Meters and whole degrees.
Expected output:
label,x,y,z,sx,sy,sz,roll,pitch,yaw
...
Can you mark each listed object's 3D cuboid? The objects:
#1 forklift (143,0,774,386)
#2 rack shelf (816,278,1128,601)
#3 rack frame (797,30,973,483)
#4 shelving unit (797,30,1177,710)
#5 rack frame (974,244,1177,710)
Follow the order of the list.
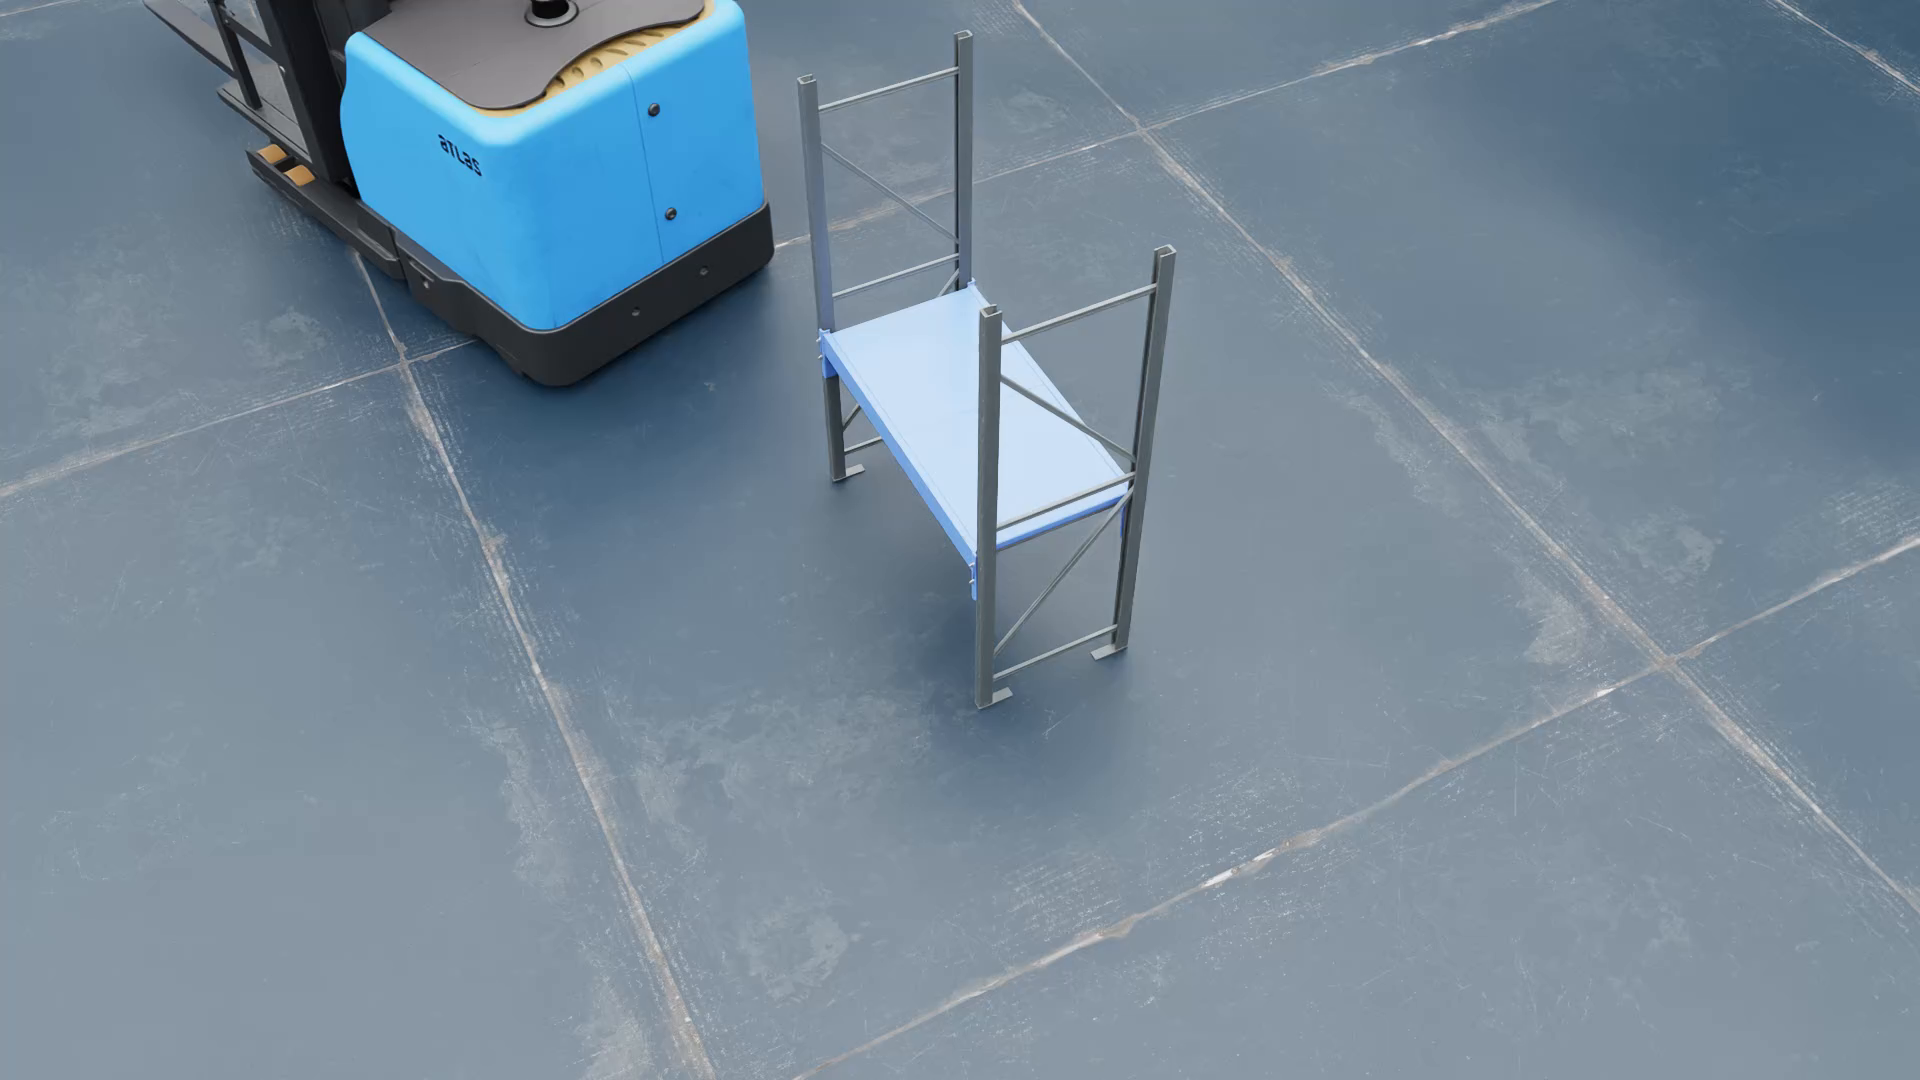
label,x,y,z,sx,sy,sz,roll,pitch,yaw
forklift,-2.090,-2.475,5.468,3.031,2.935,1.130,36,58,27
rack shelf,0.039,-0.318,4.771,0.538,0.185,1.000,-21,52,-18
rack frame,-0.194,-0.777,4.933,0.500,1.500,0.032,-21,52,-18
shelving unit,0.039,-0.437,4.636,0.538,1.500,1.048,-21,52,-18
rack frame,0.272,-0.096,4.338,0.500,1.500,0.032,-21,52,-18
